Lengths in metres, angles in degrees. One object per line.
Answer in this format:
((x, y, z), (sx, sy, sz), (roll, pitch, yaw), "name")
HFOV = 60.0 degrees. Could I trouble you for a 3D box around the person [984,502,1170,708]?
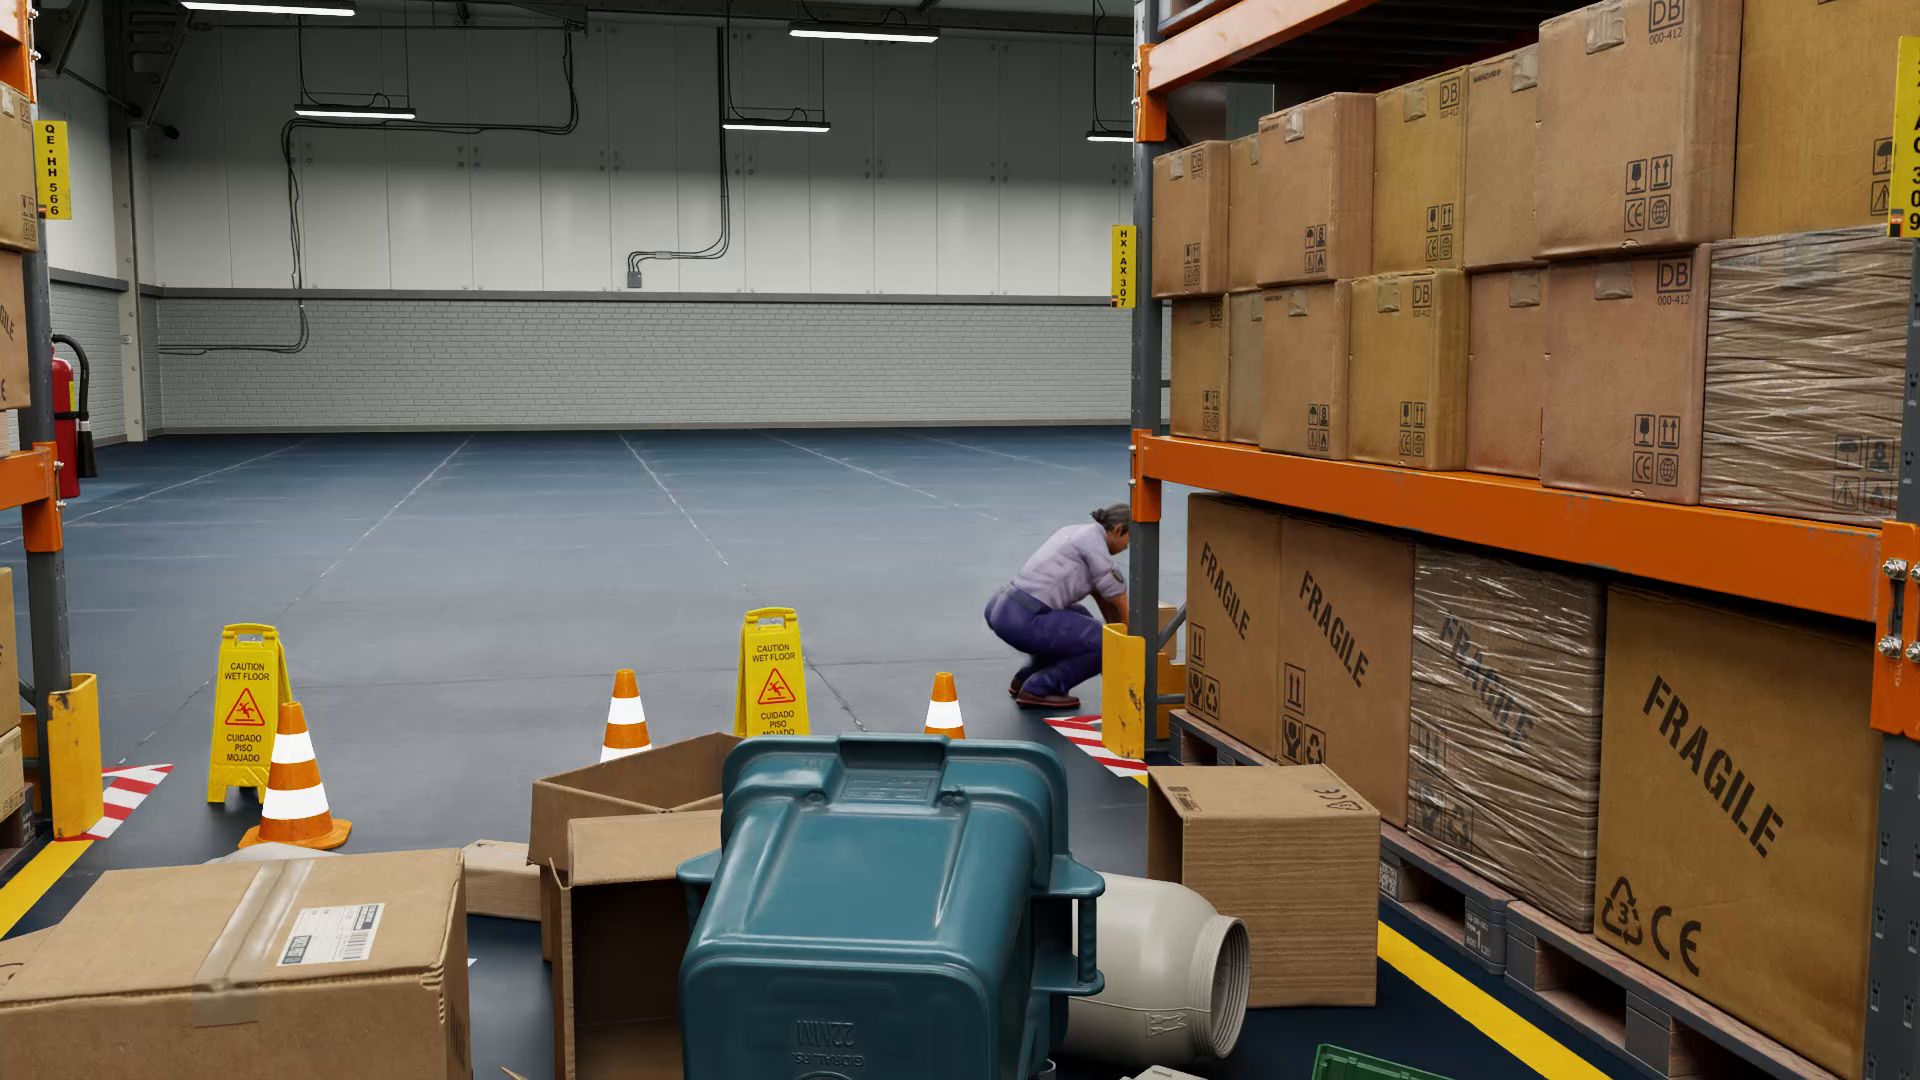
((0.541, 0.300, 7.841), (0.848, 0.942, 0.517), (-1, 6, -10), "person")
